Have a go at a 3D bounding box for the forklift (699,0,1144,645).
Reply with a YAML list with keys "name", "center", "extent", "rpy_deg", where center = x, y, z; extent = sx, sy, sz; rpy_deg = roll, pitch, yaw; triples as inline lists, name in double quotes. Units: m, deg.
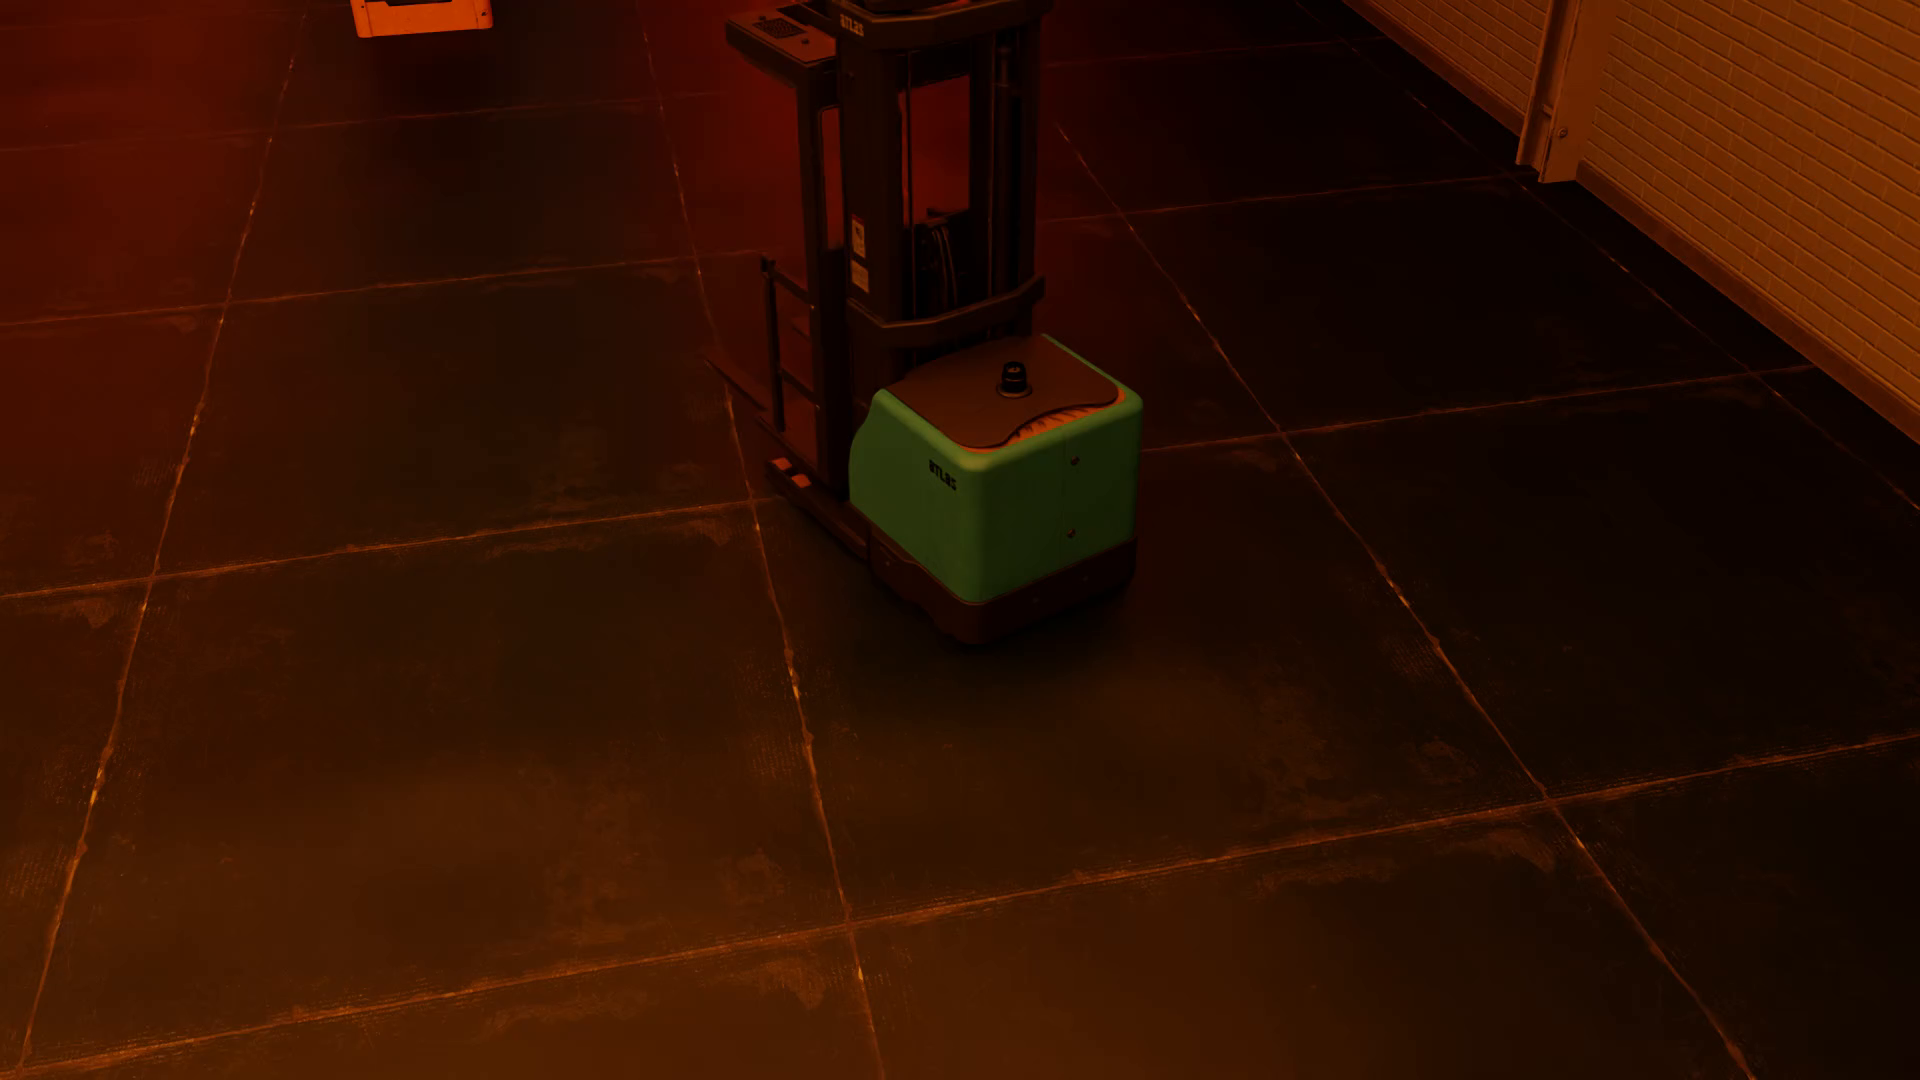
- name: "forklift"
  center: [-0.391, -1.517, 8.159]
  extent: [1.130, 2.935, 3.031]
  rpy_deg: [-22, 41, -28]
